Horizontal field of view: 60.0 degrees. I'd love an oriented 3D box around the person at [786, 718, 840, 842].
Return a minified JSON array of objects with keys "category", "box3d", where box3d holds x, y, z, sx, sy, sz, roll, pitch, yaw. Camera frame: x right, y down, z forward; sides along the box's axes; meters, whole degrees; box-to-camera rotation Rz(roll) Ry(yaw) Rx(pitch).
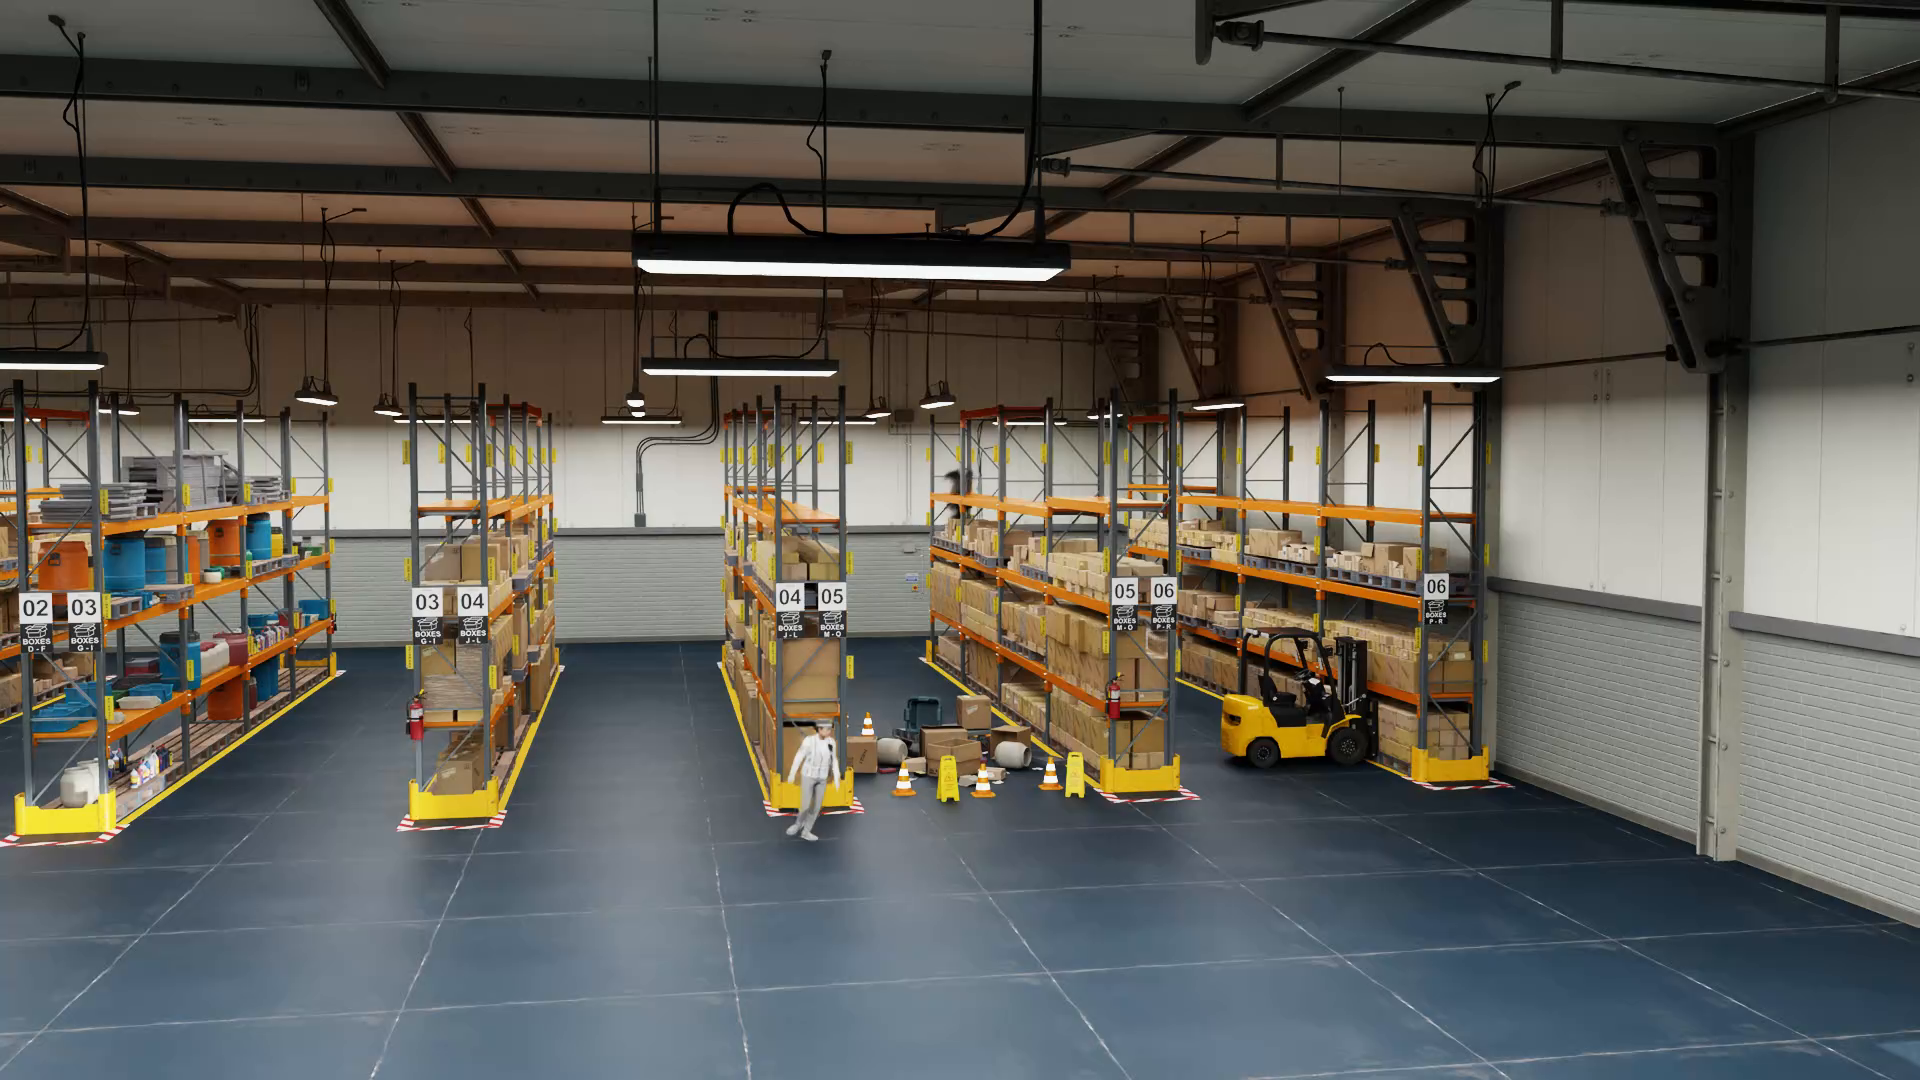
[{"category":"person","box3d":[-1.897,3.102,21.591,0.633,1.628,0.546,-2,3,-29]}]
